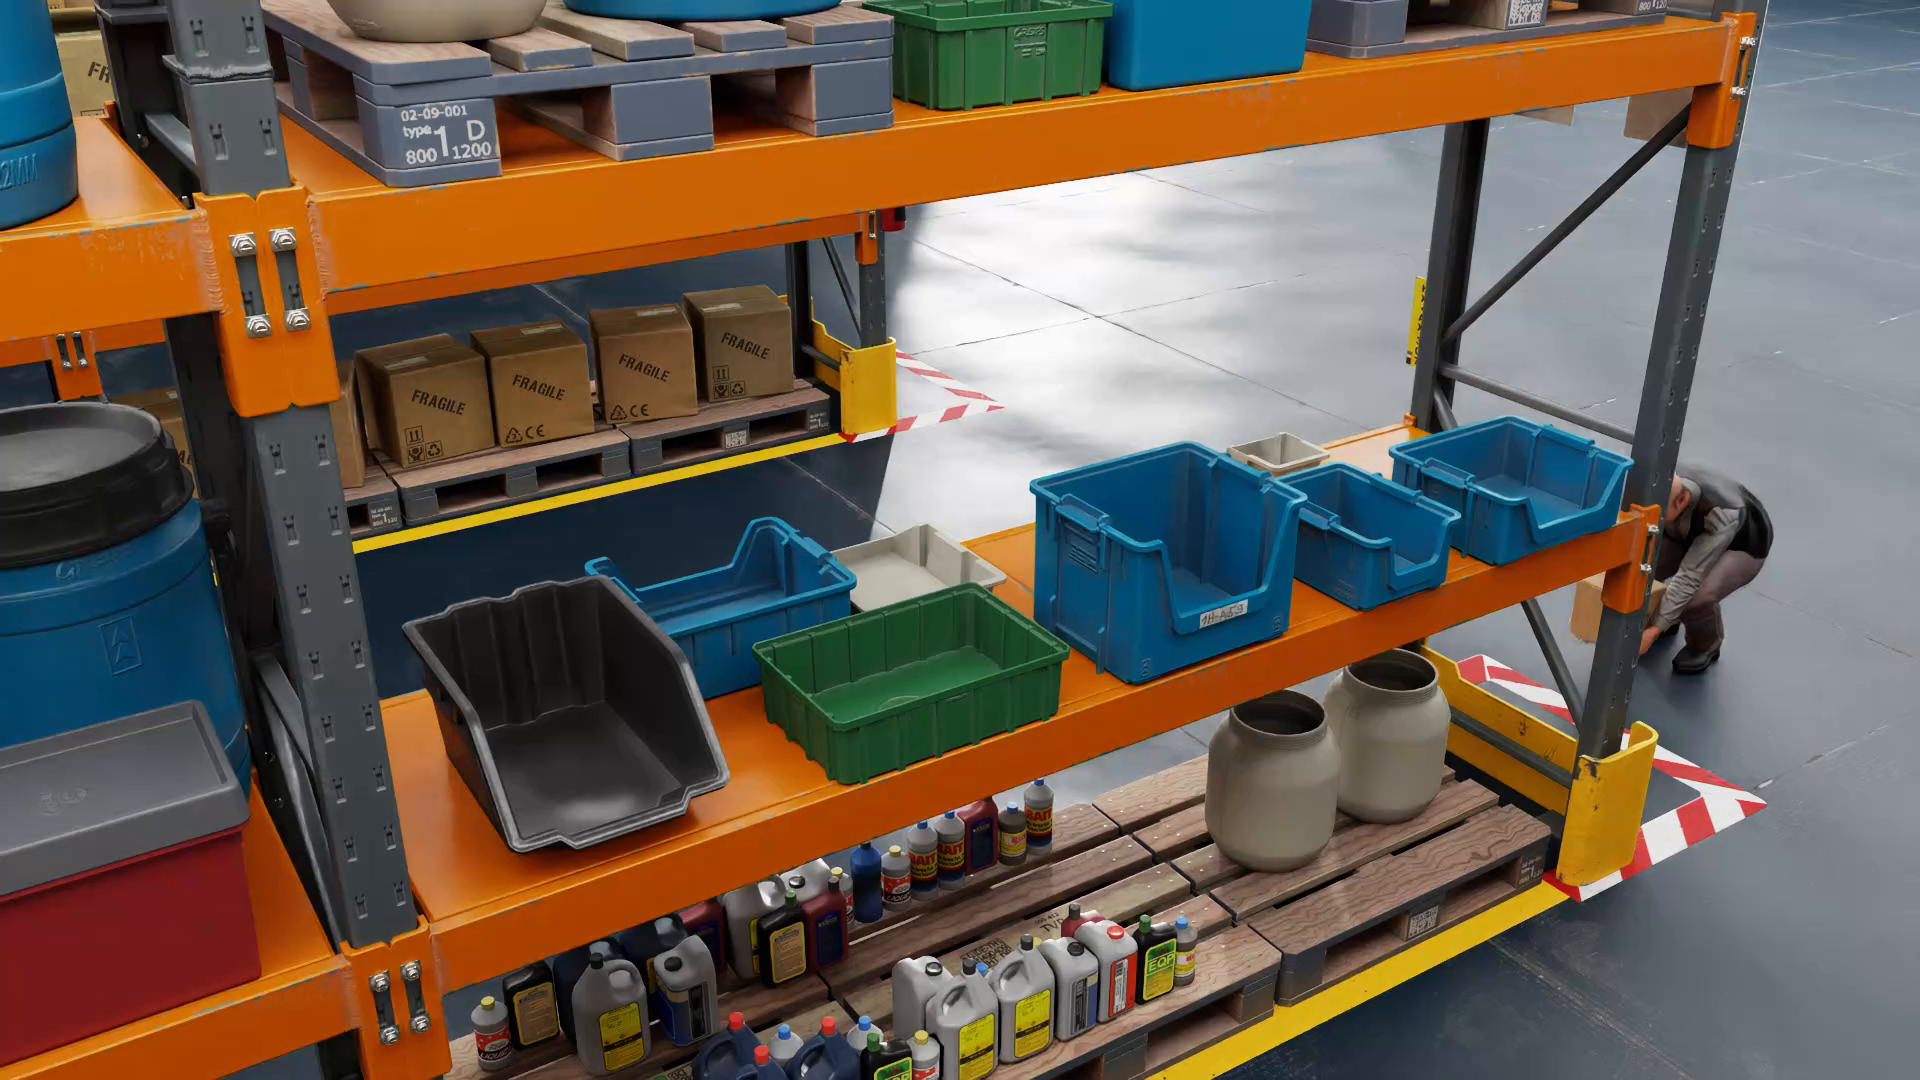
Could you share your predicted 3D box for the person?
[{"bbox_3d":[2.986,0.072,6.897,0.898,0.961,0.508,-16,29,-31],"label":"person"}]
